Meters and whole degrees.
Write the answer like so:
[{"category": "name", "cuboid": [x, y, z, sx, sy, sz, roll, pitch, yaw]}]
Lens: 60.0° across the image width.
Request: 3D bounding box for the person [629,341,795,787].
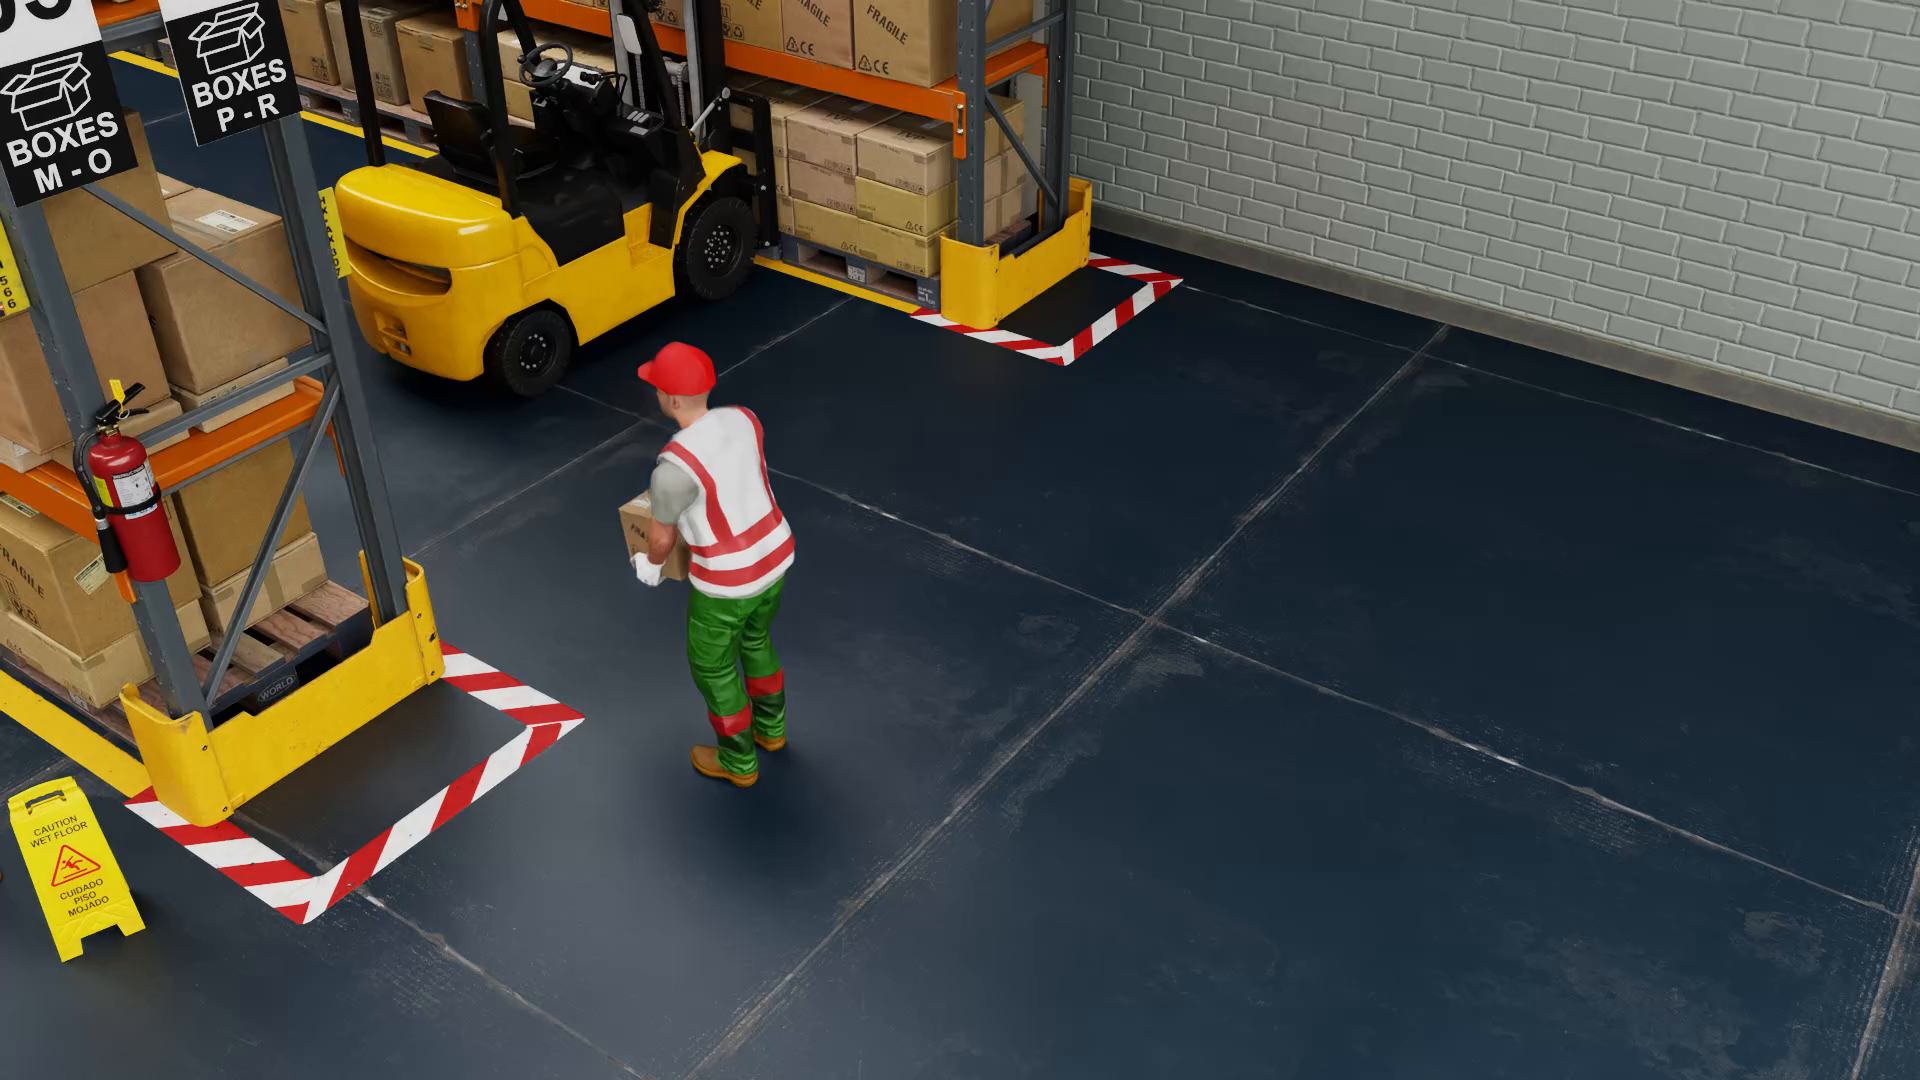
[{"category": "person", "cuboid": [-0.891, 0.084, 6.022, 0.584, 1.760, 0.468, 21, 39, 27]}]
